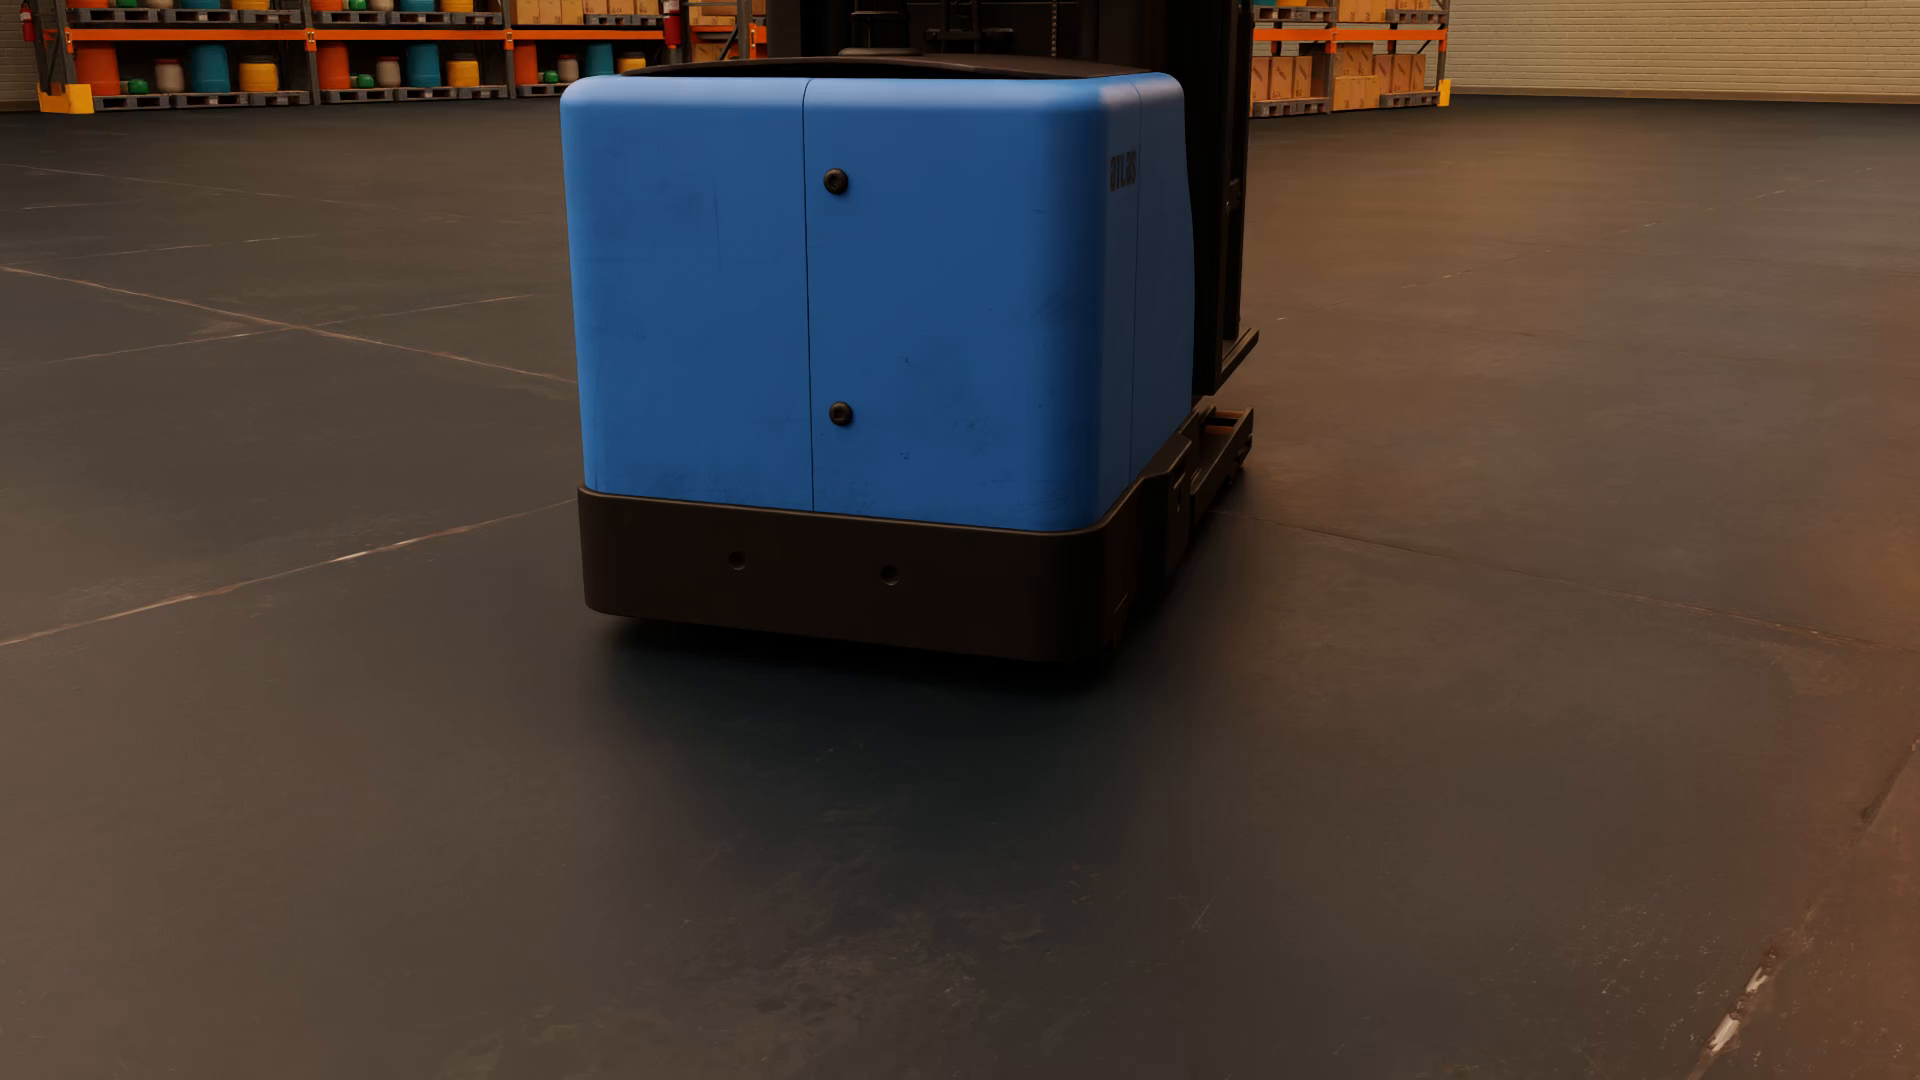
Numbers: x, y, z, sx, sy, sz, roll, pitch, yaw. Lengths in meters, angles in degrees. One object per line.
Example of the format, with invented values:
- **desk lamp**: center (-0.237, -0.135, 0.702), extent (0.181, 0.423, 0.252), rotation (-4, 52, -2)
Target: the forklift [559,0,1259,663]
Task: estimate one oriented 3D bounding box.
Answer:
- **forklift**: center (0.182, -1.571, 4.072), extent (1.130, 2.935, 3.031), rotation (5, 18, 17)
